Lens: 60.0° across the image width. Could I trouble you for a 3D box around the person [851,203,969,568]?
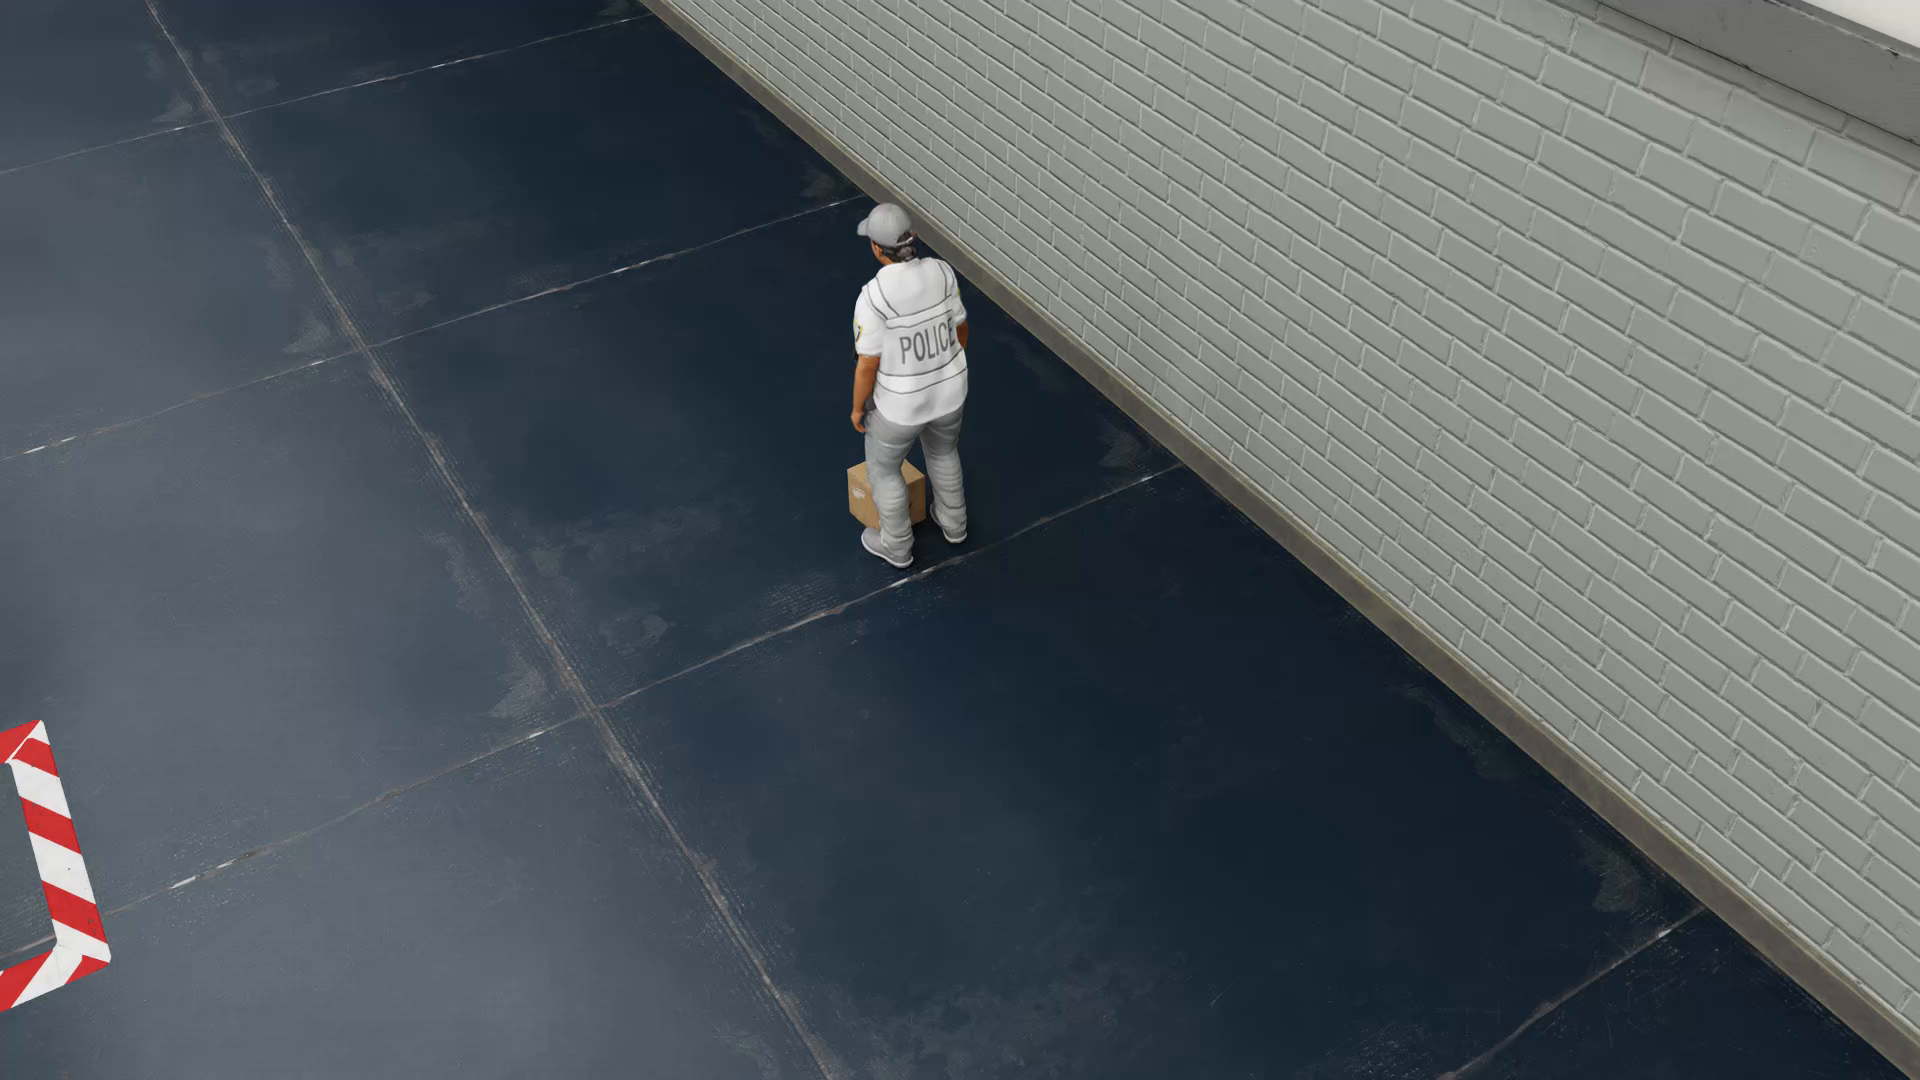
[{"bbox_3d":[-0.212,-0.625,6.871,0.551,1.666,0.458,-24,46,-25],"label":"person"}]
